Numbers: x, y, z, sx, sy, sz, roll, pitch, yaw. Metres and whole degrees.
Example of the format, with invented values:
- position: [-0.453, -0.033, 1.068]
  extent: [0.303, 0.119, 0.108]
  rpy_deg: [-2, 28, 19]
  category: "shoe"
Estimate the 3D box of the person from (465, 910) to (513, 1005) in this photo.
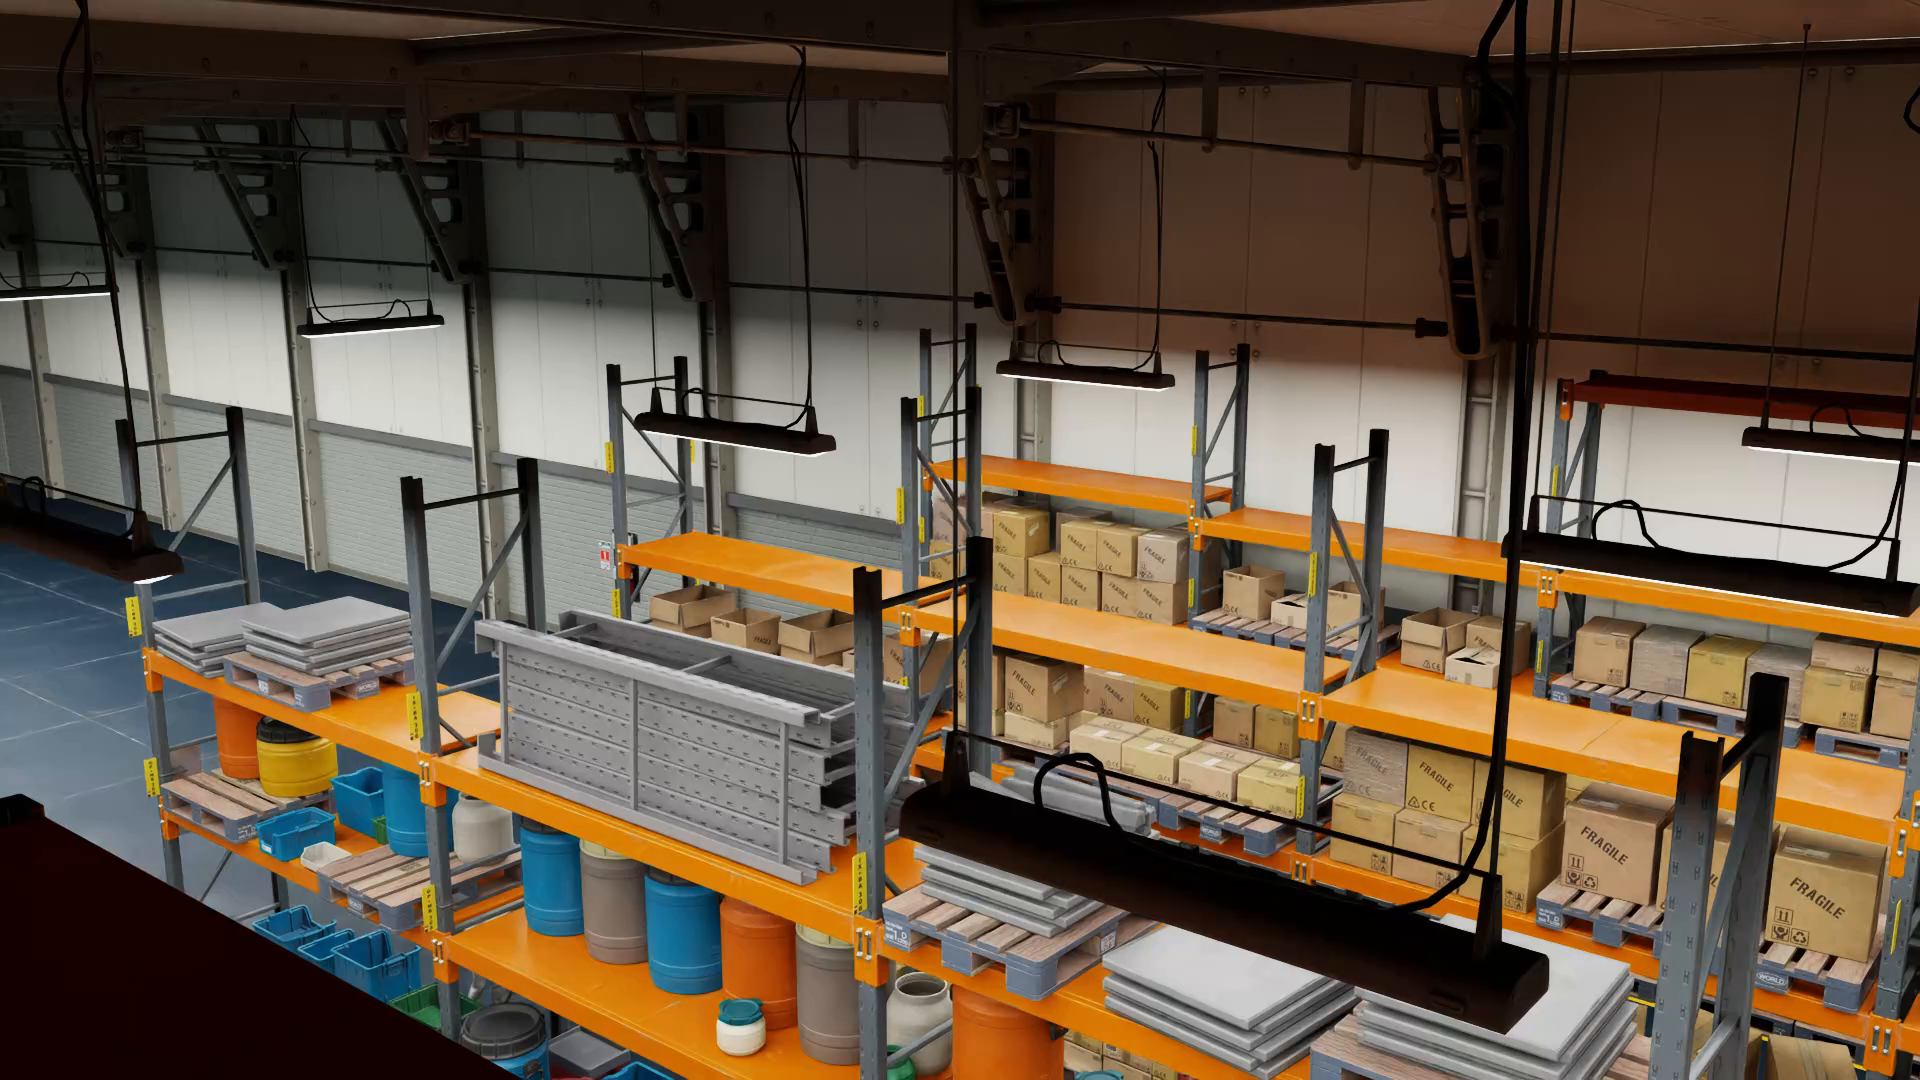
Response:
- position: [-4.469, 3.784, 15.725]
  extent: [0.516, 1.674, 0.512]
  rpy_deg: [10, 16, 38]
  category: "person"
